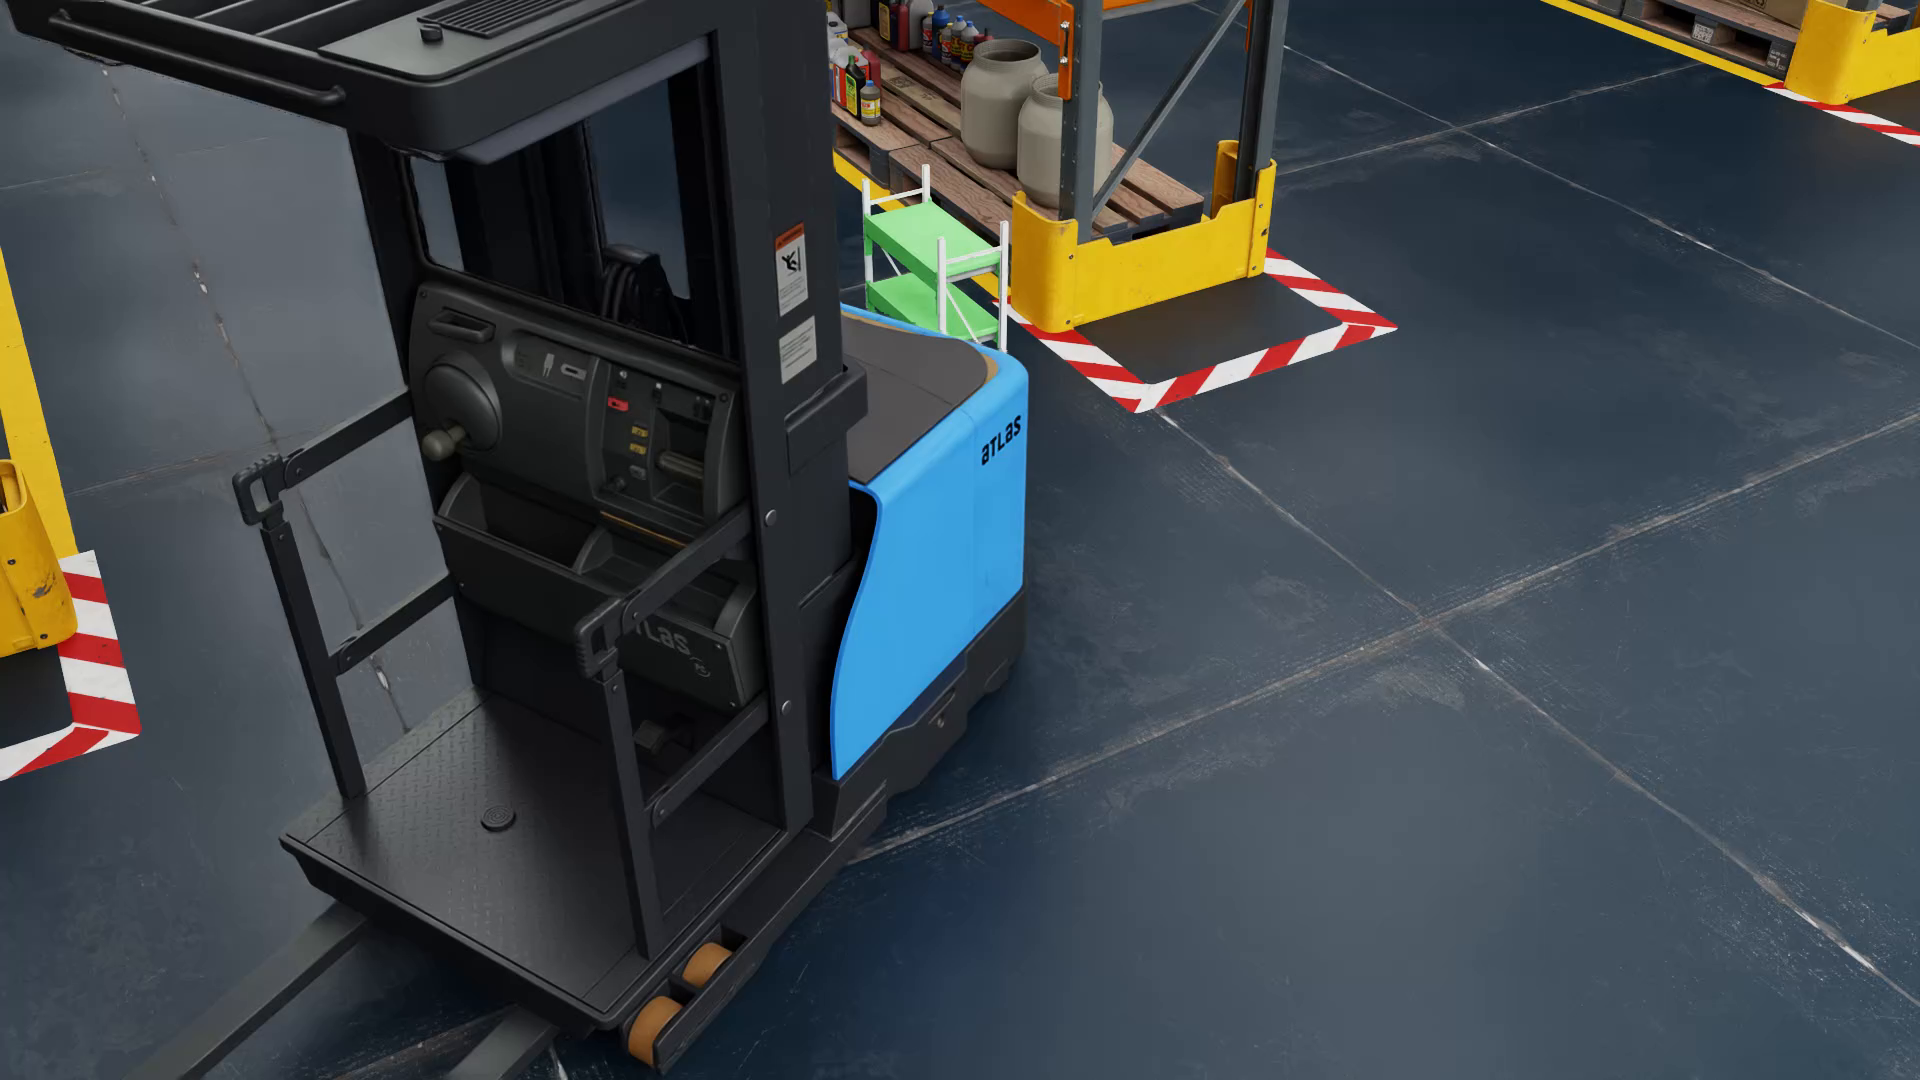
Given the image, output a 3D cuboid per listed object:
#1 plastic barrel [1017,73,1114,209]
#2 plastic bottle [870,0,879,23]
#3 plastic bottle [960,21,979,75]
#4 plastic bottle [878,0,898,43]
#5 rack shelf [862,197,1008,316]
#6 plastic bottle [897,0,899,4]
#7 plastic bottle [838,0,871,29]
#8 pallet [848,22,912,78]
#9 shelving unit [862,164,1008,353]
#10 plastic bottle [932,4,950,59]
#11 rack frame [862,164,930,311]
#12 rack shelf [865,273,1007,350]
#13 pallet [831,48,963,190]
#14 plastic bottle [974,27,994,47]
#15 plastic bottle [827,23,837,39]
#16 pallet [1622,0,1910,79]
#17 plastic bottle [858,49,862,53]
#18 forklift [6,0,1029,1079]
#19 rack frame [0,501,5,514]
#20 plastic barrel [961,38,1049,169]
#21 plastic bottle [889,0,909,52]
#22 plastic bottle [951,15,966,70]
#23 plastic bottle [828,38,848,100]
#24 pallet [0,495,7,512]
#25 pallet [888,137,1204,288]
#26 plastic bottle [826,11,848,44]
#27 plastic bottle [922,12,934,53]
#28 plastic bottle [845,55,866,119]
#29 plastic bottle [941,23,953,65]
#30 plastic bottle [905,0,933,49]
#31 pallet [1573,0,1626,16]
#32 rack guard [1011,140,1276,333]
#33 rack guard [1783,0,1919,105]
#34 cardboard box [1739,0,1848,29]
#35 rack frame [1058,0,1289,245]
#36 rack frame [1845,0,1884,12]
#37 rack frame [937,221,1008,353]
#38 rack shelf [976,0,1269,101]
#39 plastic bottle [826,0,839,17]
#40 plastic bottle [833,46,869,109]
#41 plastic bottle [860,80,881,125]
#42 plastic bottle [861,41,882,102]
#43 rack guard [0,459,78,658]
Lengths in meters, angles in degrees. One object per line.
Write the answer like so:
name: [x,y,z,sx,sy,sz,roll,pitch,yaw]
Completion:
plastic barrel: [0.467,-1.772,7.386,0.421,0.512,0.421,0,36,0]
plastic bottle: [-0.477,-3.101,9.326,0.144,0.351,0.185,-21,41,-26]
plastic bottle: [0.050,-2.562,8.655,0.097,0.271,0.097,0,36,0]
plastic bottle: [-0.391,-2.866,9.061,0.061,0.283,0.133,-19,40,-24]
rack shelf: [-0.083,-0.905,5.266,0.258,0.148,0.480,-19,40,-24]
plastic bottle: [-0.315,-2.937,9.100,0.144,0.351,0.185,-19,40,-24]
plastic bottle: [-0.593,-3.014,9.270,0.152,0.276,0.135,-19,40,-24]
pallet: [-0.845,-2.853,9.478,1.003,0.211,1.213,-19,40,-24]
shelving unit: [-0.083,-0.569,5.512,0.258,1.200,0.503,-19,40,-24]
plastic bottle: [-0.102,-2.716,8.866,0.097,0.271,0.097,0,36,0]
rack frame: [-0.206,-0.693,5.682,0.240,1.200,0.015,-19,40,-24]
rack shelf: [-0.083,-0.711,5.408,0.258,0.148,0.480,-19,40,-24]
pallet: [-0.228,-2.230,8.625,1.003,0.211,1.213,-19,40,-24]
plastic bottle: [0.124,-2.513,8.577,0.061,0.283,0.133,-18,40,-23]
plastic bottle: [-0.698,-2.500,8.502,0.144,0.351,0.185,-17,40,-22]
pallet: [4.730,-3.099,9.815,1.003,0.211,1.213,-19,40,-24]
plastic bottle: [-0.513,-2.402,8.496,0.097,0.201,0.097,0,36,0]
forklift: [-0.994,-0.231,3.581,1.130,2.935,3.031,20,41,25]
rack frame: [-3.421,-0.828,4.341,1.000,3.000,0.127,-19,40,-24]
plastic barrel: [0.215,-2.028,7.736,0.421,0.512,0.421,0,36,0]
plastic bottle: [-0.328,-2.793,8.961,0.061,0.283,0.133,-19,40,-24]
plastic bottle: [-0.001,-2.613,8.725,0.097,0.271,0.097,0,36,0]
plastic bottle: [-0.611,-2.386,8.410,0.152,0.276,0.135,-20,41,-25]
pallet: [-3.842,-0.080,5.680,1.003,0.211,1.213,-19,40,-24]
pallet: [0.381,-1.609,7.774,1.003,0.211,1.213,-19,40,-24]
plastic bottle: [-0.676,-2.621,8.732,0.152,0.276,0.135,-19,40,-24]
plastic bottle: [-0.154,-2.740,8.958,0.097,0.201,0.097,0,36,0]
plastic bottle: [-0.513,-2.236,8.198,0.061,0.283,0.133,-18,40,-23]
plastic bottle: [-0.050,-2.635,8.814,0.097,0.201,0.097,0,36,0]
plastic bottle: [-0.237,-2.822,9.007,0.152,0.276,0.135,-18,40,-23]
pallet: [4.121,-3.721,10.665,1.003,0.211,1.213,-19,40,-24]
rack guard: [0.784,-1.310,7.119,1.175,0.500,0.348,-19,40,-24]
rack guard: [5.108,-2.791,9.148,1.175,0.500,0.348,-19,40,-24]
cardboard box: [4.846,-3.246,9.414,0.500,0.500,0.500,-12,38,-16]
rack frame: [0.863,-2.294,6.348,1.000,3.000,0.127,-19,40,-24]
rack frame: [5.146,-3.762,8.358,1.000,3.000,0.127,-19,40,-24]
rack frame: [0.039,-0.445,5.341,0.240,1.200,0.015,-19,40,-24]
rack shelf: [-0.142,-3.024,7.957,1.077,0.370,4.000,-19,40,-24]
plastic bottle: [-0.698,-3.156,9.401,0.144,0.351,0.185,-19,40,-24]
plastic bottle: [-0.541,-2.315,8.313,0.152,0.276,0.135,-19,40,-24]
plastic bottle: [-0.438,-2.149,8.148,0.097,0.201,0.097,0,36,0]
plastic bottle: [-0.450,-2.350,8.355,0.061,0.283,0.133,-19,40,-24]
rack guard: [-3.409,0.193,5.062,1.175,0.500,0.348,-19,40,-24]
